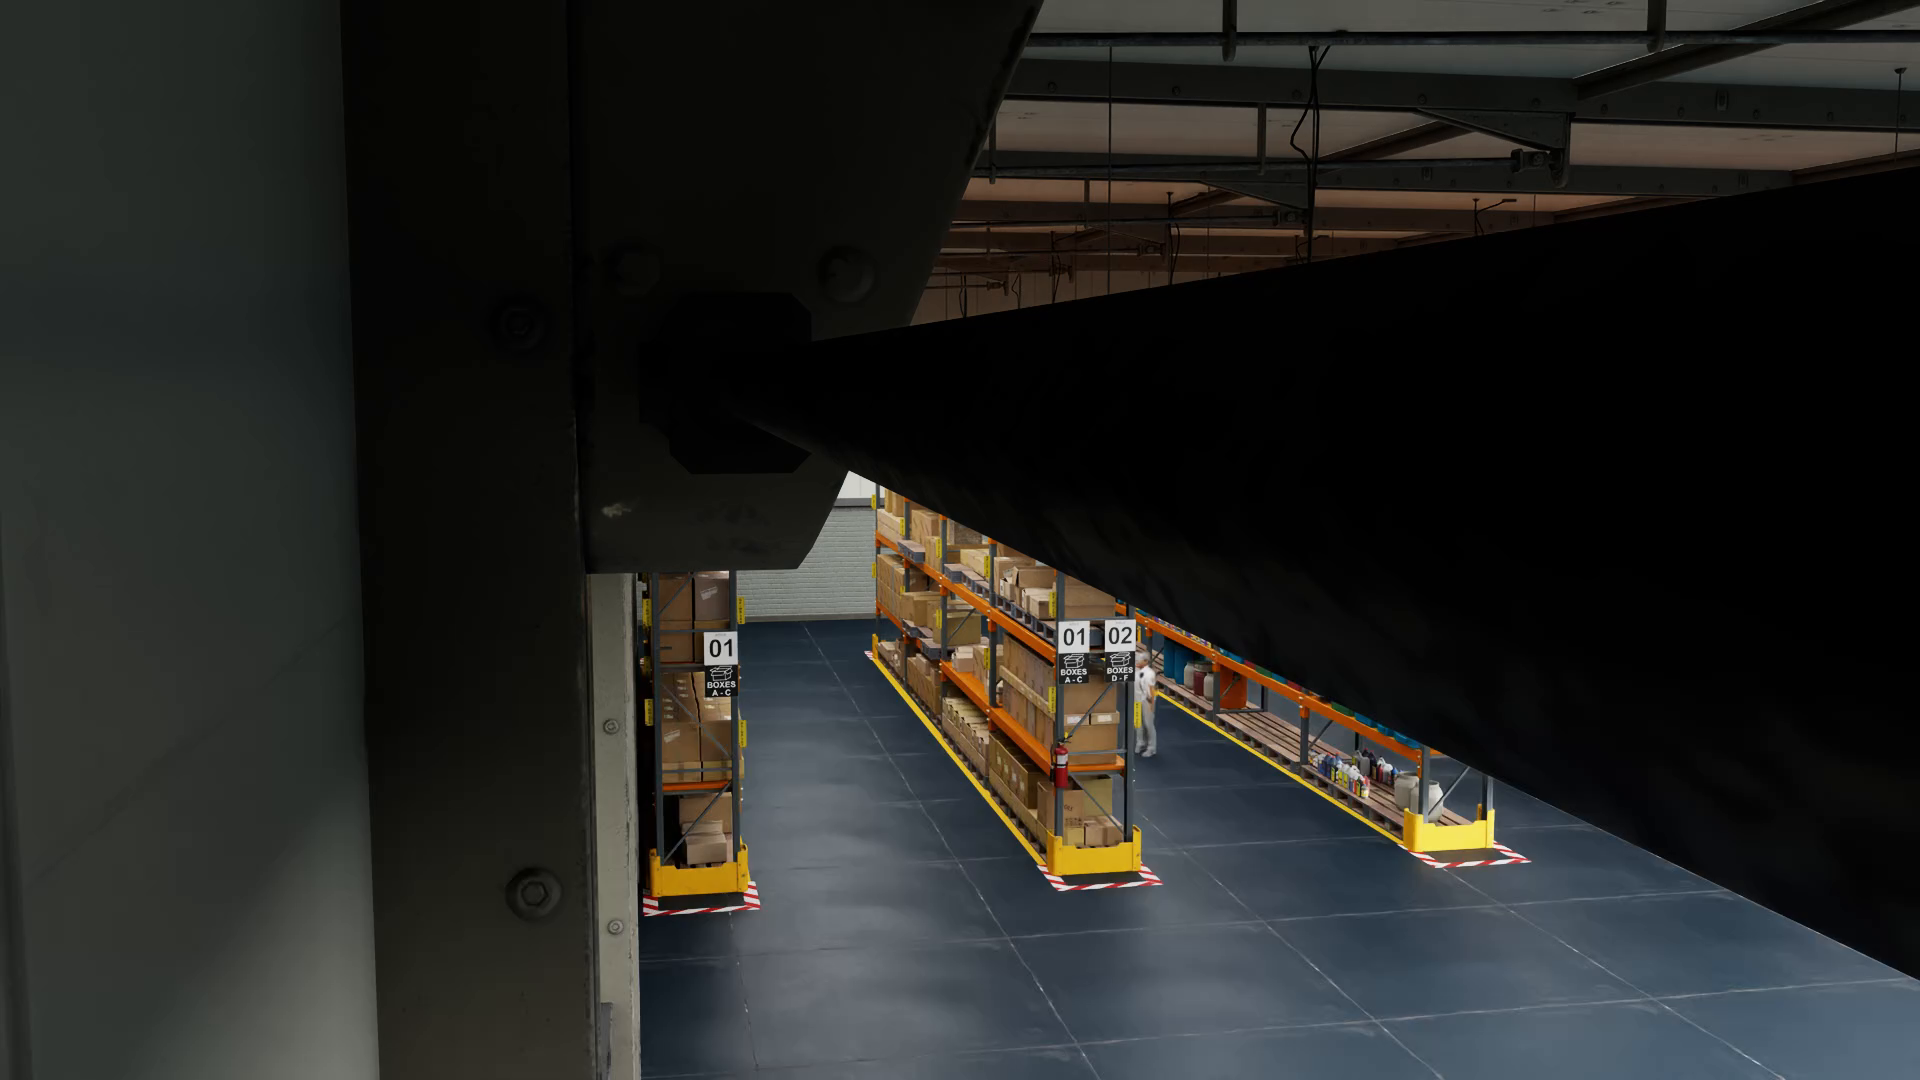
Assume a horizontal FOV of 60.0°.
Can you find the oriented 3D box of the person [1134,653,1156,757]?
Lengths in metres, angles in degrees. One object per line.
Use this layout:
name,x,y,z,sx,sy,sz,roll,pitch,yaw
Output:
person,3.030,2.693,27.440,0.403,1.673,0.563,-4,7,-33
